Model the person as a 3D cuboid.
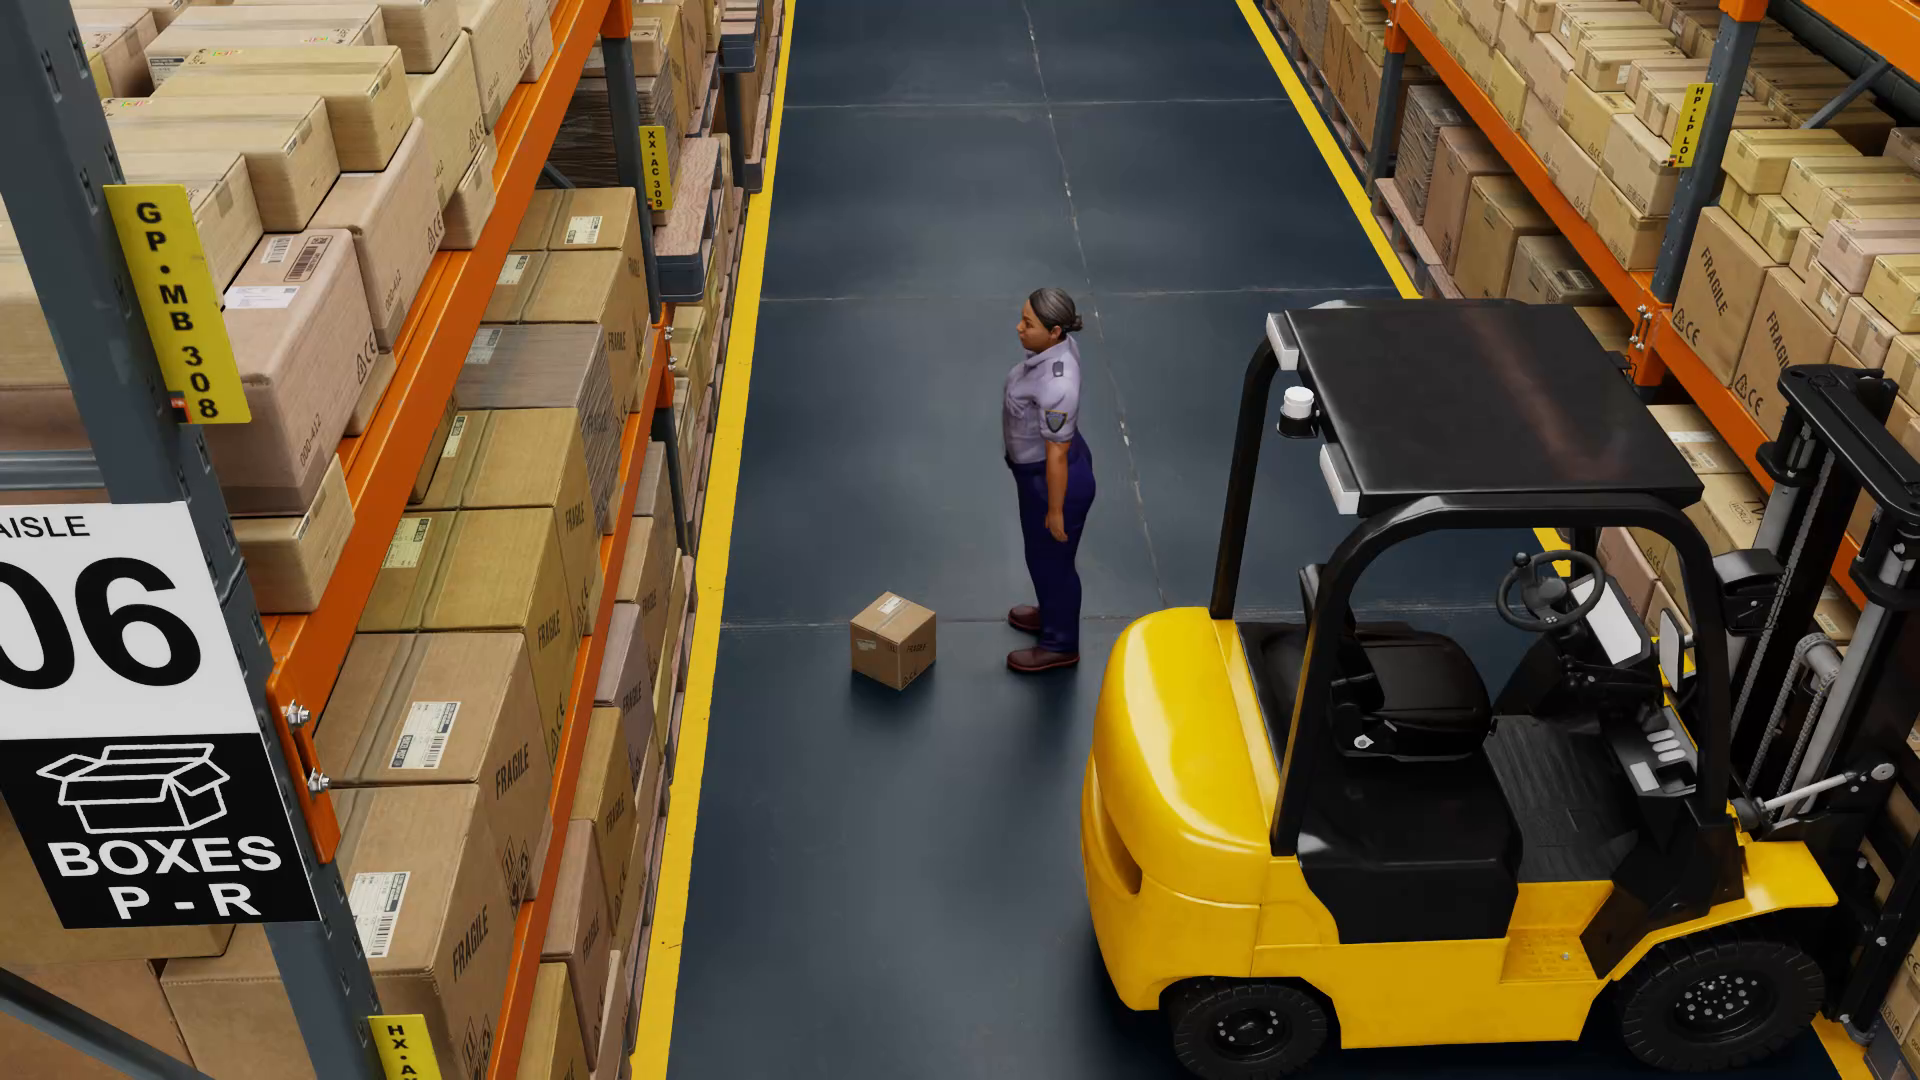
[{"bbox_3d":[0.338,-0.228,6.456,0.364,1.655,0.501,0,35,0],"label":"person"}]
